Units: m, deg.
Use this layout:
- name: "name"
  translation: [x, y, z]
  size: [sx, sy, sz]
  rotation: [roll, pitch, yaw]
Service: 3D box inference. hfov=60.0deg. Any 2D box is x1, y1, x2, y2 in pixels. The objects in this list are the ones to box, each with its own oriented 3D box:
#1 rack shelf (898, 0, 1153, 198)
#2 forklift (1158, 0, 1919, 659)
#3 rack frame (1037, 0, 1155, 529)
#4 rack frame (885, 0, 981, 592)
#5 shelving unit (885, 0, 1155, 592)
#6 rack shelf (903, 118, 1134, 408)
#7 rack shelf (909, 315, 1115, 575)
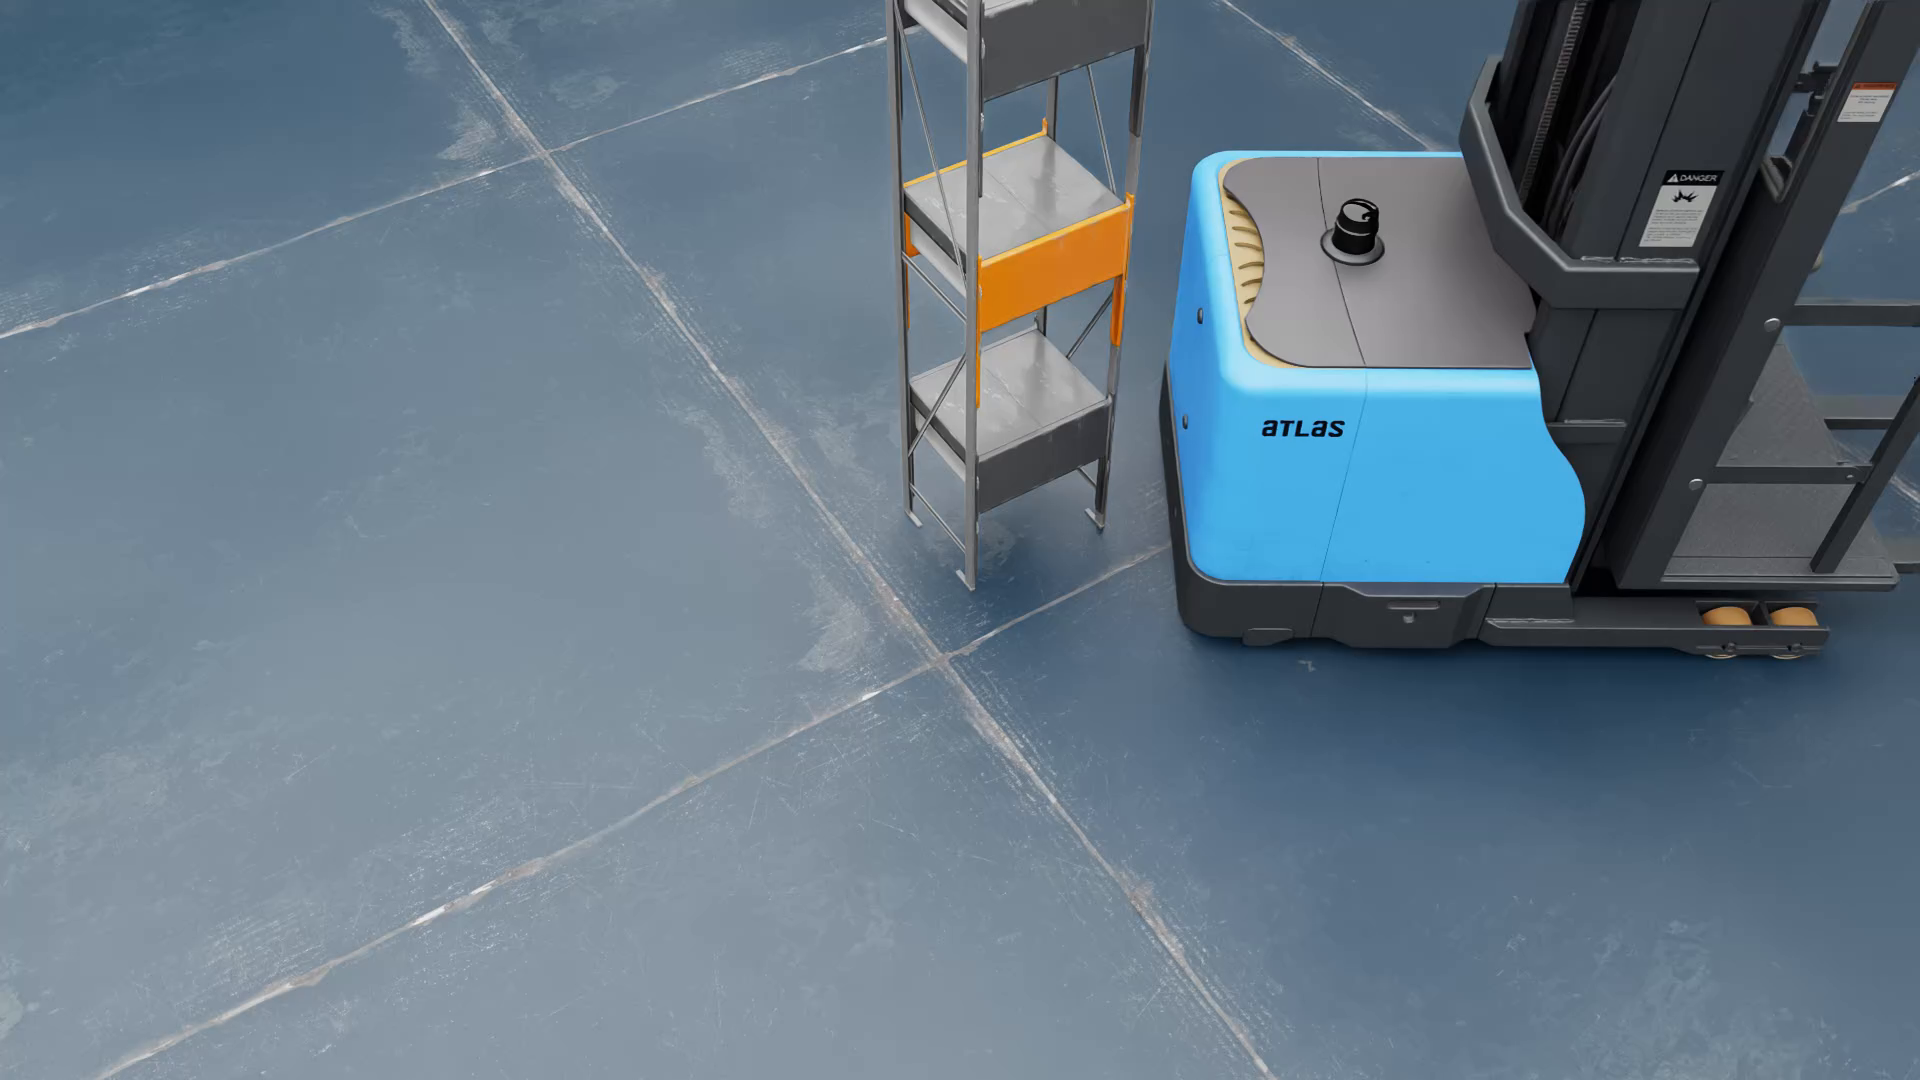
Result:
- name: "rack shelf"
  translation: [0.140, -1.221, 4.012]
  size: [0.480, 0.518, 0.431]
  rotation: [-25, 53, -21]
- name: "forklift"
  translation: [2.172, -1.024, 4.199]
  size: [3.031, 2.935, 1.130]
  rotation: [0, 48, 0]
- name: "rack frame"
  translation: [0.346, -0.861, 4.611]
  size: [0.015, 2.100, 0.400]
  rotation: [-25, 53, -21]
- name: "rack frame"
  translation: [-0.066, -0.667, 4.438]
  size: [0.015, 2.100, 0.400]
  rotation: [-25, 53, -21]
- name: "shelving unit"
  translation: [0.140, -0.764, 4.525]
  size: [0.503, 2.100, 0.431]
  rotation: [-25, 53, -21]
- name: "rack shelf"
  translation: [0.140, -0.755, 4.535]
  size: [0.480, 0.518, 0.431]
  rotation: [-25, 53, -21]
- name: "rack shelf"
  translation: [0.140, -0.290, 5.058]
  size: [0.480, 0.518, 0.431]
  rotation: [-25, 53, -21]
